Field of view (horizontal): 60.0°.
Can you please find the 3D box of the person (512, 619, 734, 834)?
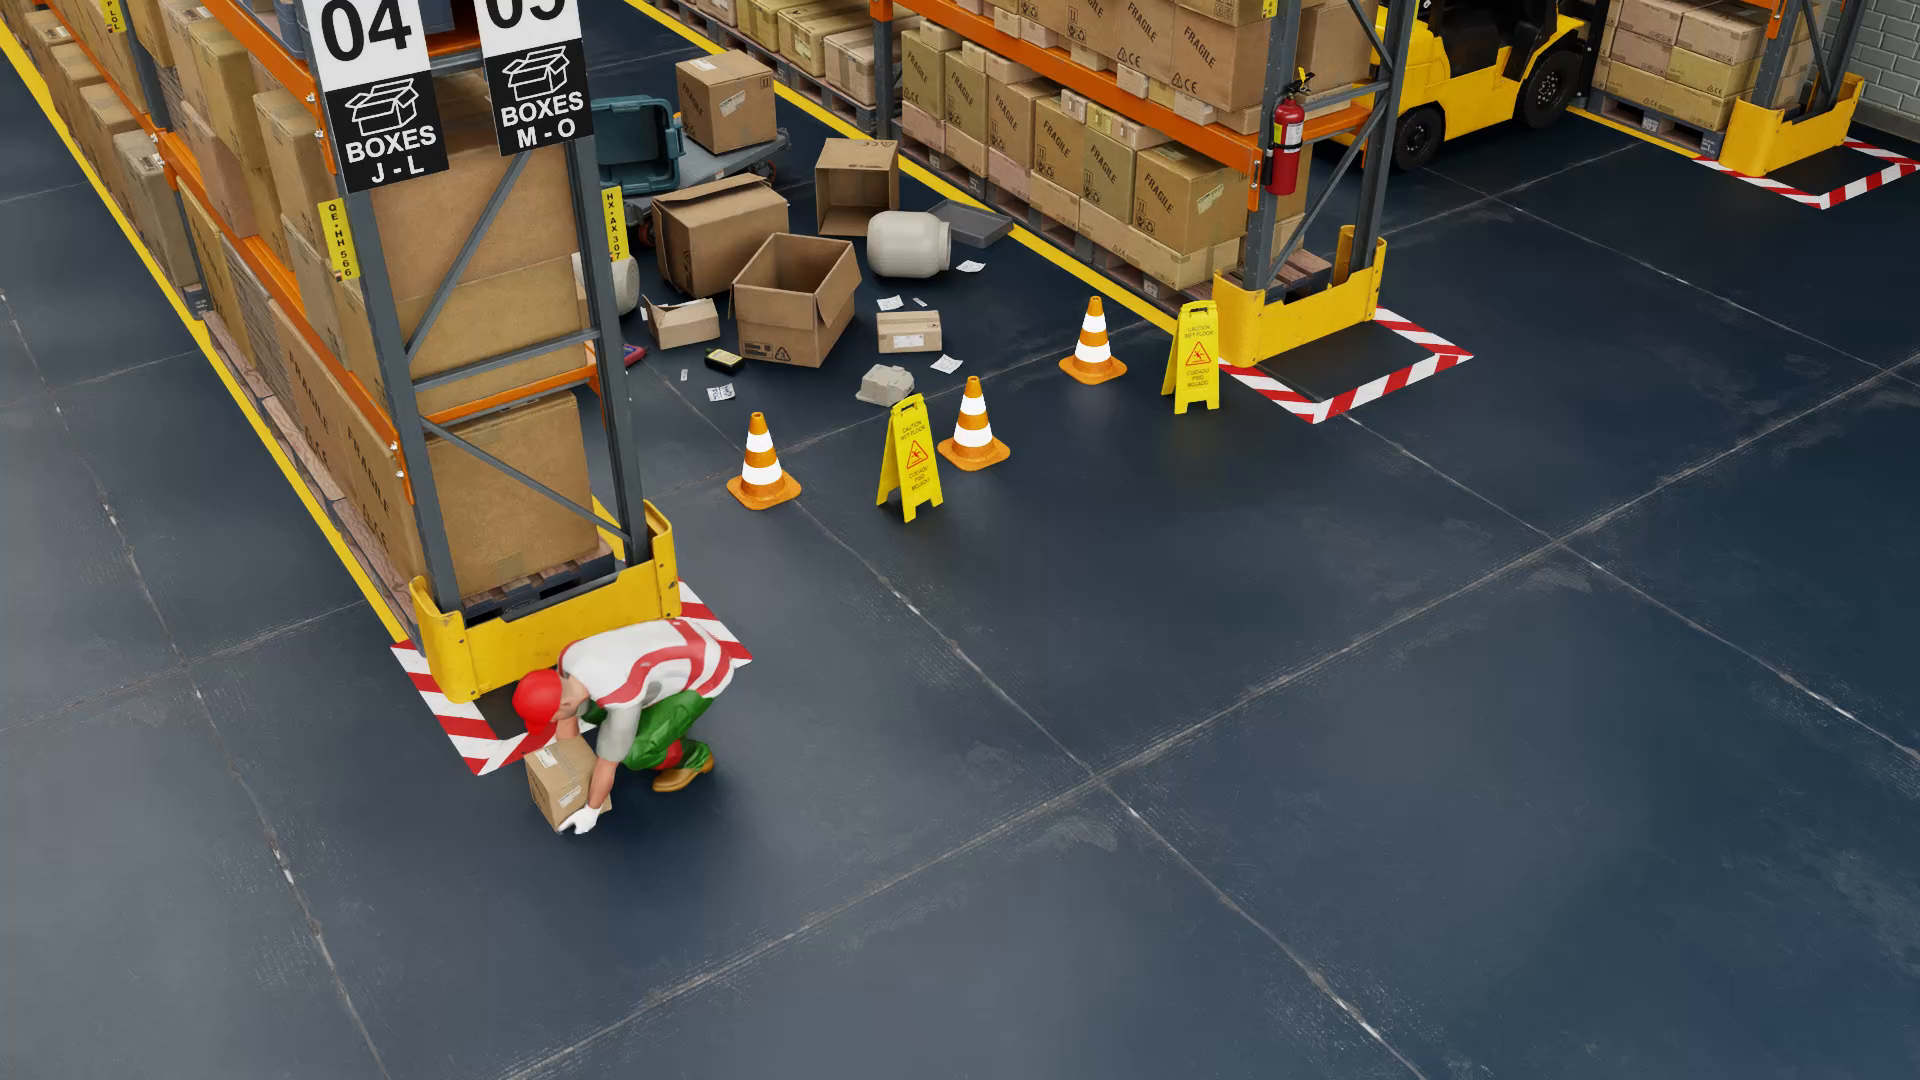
[{"bbox_3d":[-1.383,0.727,6.909,0.932,0.858,0.538,-23,42,-28],"label":"person"}]
